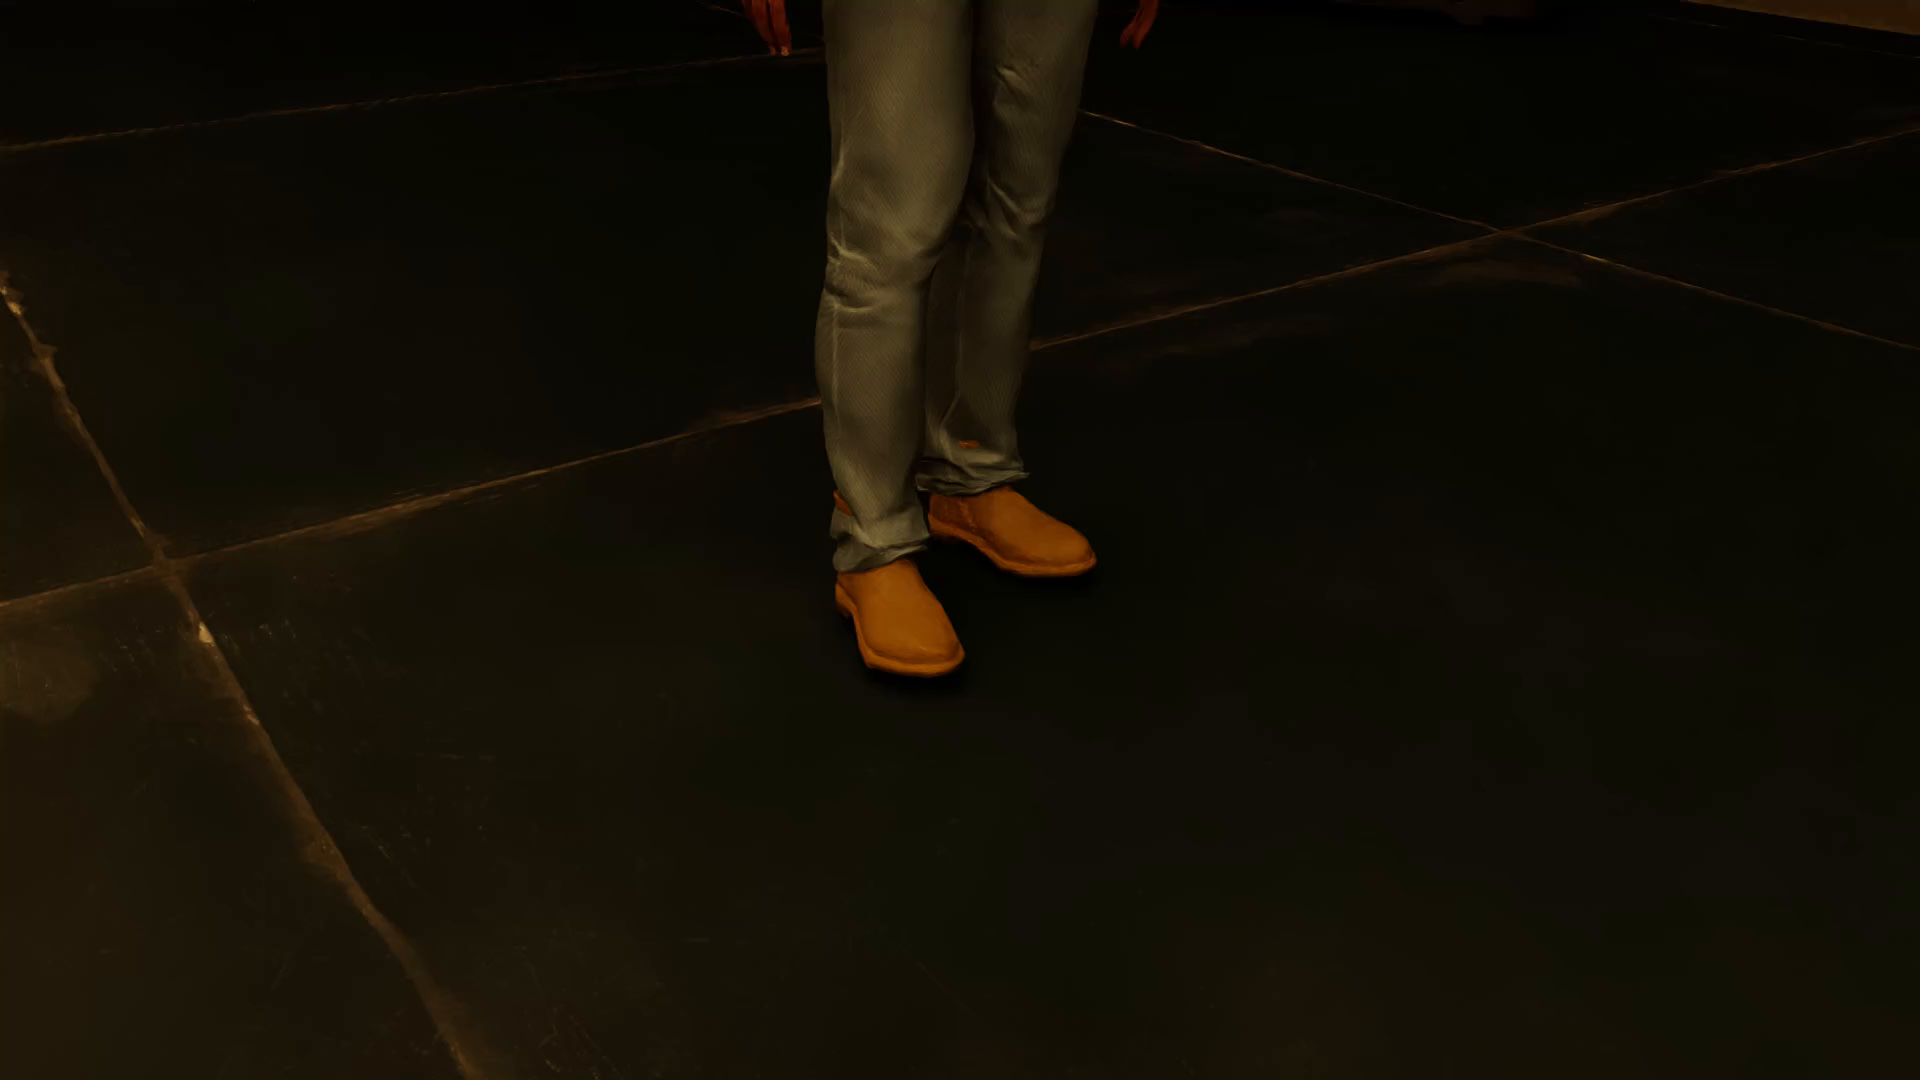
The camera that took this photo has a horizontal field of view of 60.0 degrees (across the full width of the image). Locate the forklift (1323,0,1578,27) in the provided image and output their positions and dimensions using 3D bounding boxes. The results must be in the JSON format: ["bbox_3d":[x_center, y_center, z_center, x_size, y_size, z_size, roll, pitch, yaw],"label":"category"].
[{"bbox_3d":[1.190,-3.763,6.733,3.031,2.935,1.130,17,32,31],"label":"forklift"}]

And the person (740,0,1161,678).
[{"bbox_3d":[0.035,-0.769,2.047,0.665,1.766,0.576,-17,31,-31],"label":"person"}]
